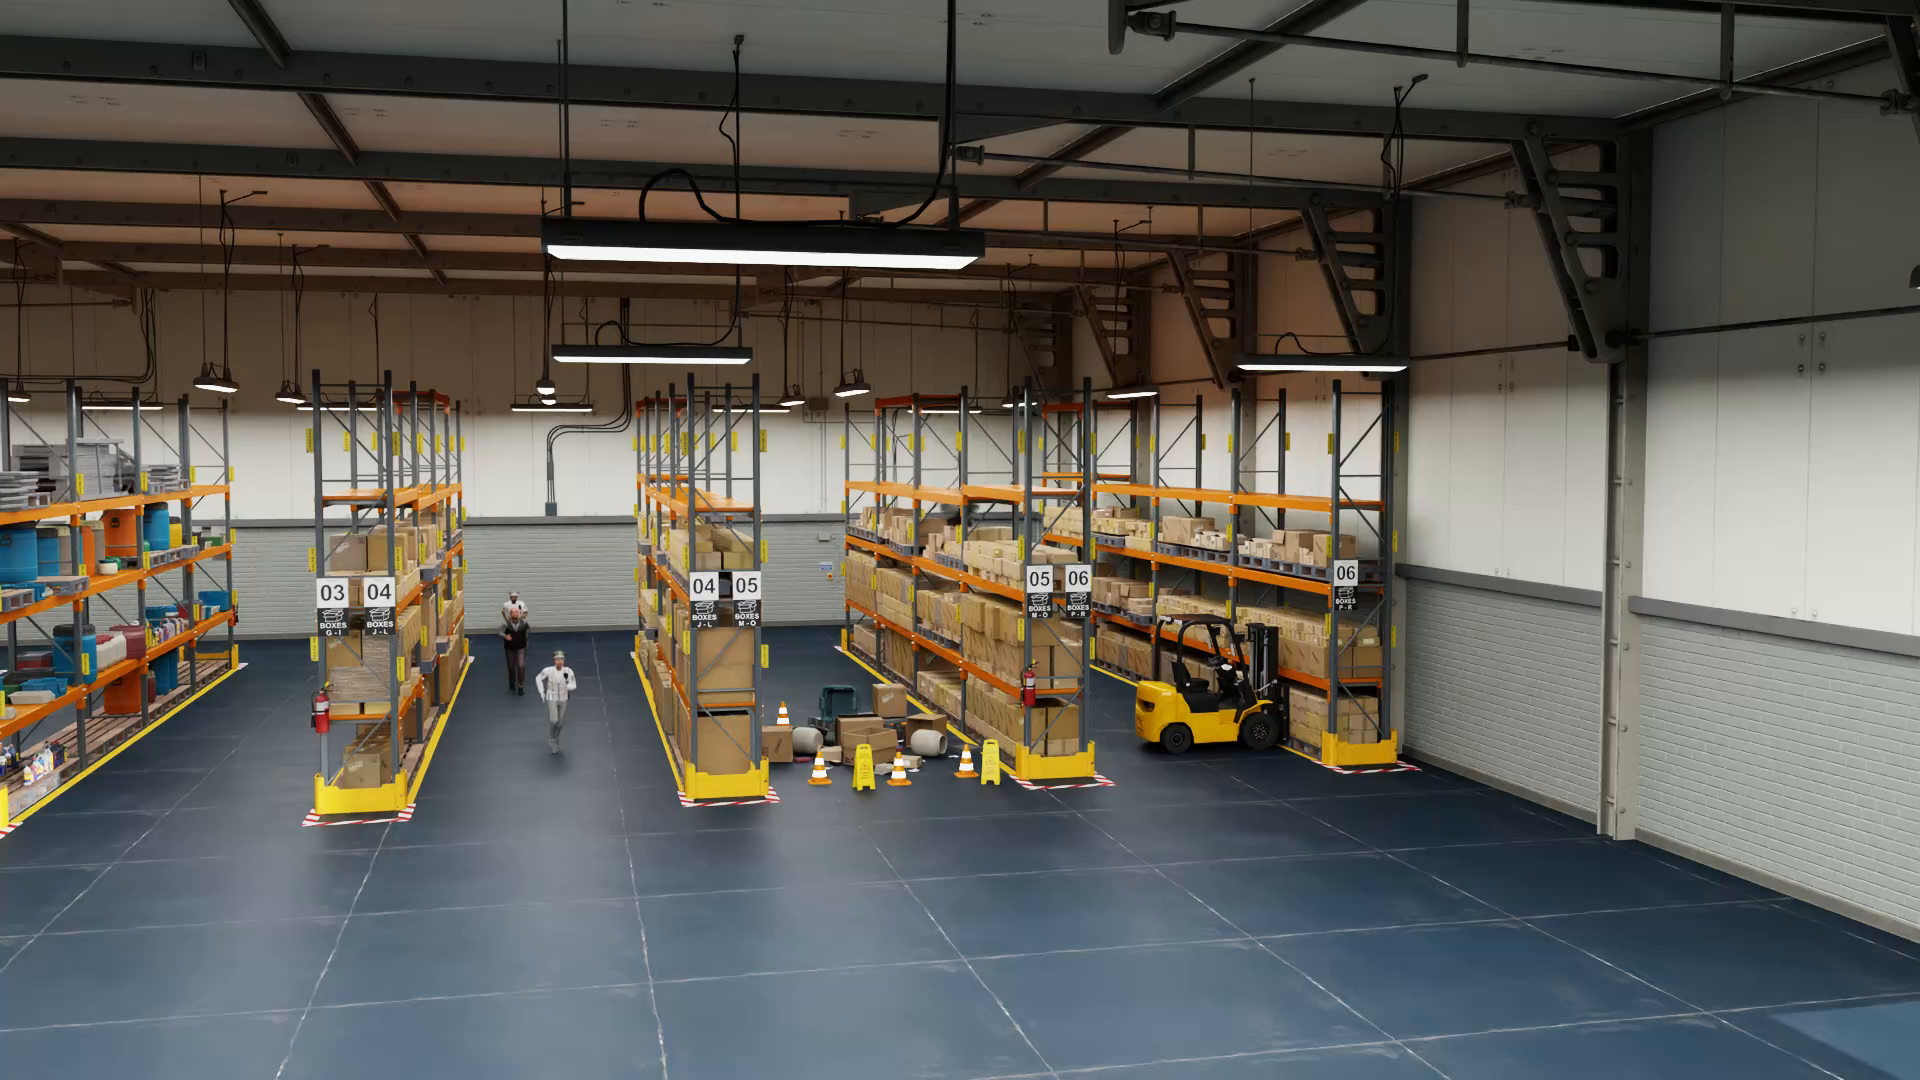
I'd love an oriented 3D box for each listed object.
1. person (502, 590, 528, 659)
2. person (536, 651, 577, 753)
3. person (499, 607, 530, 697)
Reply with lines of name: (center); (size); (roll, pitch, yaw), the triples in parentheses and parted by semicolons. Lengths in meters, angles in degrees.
person: (-10.155, 1.967, 37.997); (0.565, 1.674, 0.767); (-2, 4, -25)
person: (-6.515, 2.606, 26.903); (0.592, 1.663, 0.728); (-2, 4, -26)
person: (-8.922, 2.210, 33.325); (0.610, 1.754, 0.889); (-1, 3, -14)
